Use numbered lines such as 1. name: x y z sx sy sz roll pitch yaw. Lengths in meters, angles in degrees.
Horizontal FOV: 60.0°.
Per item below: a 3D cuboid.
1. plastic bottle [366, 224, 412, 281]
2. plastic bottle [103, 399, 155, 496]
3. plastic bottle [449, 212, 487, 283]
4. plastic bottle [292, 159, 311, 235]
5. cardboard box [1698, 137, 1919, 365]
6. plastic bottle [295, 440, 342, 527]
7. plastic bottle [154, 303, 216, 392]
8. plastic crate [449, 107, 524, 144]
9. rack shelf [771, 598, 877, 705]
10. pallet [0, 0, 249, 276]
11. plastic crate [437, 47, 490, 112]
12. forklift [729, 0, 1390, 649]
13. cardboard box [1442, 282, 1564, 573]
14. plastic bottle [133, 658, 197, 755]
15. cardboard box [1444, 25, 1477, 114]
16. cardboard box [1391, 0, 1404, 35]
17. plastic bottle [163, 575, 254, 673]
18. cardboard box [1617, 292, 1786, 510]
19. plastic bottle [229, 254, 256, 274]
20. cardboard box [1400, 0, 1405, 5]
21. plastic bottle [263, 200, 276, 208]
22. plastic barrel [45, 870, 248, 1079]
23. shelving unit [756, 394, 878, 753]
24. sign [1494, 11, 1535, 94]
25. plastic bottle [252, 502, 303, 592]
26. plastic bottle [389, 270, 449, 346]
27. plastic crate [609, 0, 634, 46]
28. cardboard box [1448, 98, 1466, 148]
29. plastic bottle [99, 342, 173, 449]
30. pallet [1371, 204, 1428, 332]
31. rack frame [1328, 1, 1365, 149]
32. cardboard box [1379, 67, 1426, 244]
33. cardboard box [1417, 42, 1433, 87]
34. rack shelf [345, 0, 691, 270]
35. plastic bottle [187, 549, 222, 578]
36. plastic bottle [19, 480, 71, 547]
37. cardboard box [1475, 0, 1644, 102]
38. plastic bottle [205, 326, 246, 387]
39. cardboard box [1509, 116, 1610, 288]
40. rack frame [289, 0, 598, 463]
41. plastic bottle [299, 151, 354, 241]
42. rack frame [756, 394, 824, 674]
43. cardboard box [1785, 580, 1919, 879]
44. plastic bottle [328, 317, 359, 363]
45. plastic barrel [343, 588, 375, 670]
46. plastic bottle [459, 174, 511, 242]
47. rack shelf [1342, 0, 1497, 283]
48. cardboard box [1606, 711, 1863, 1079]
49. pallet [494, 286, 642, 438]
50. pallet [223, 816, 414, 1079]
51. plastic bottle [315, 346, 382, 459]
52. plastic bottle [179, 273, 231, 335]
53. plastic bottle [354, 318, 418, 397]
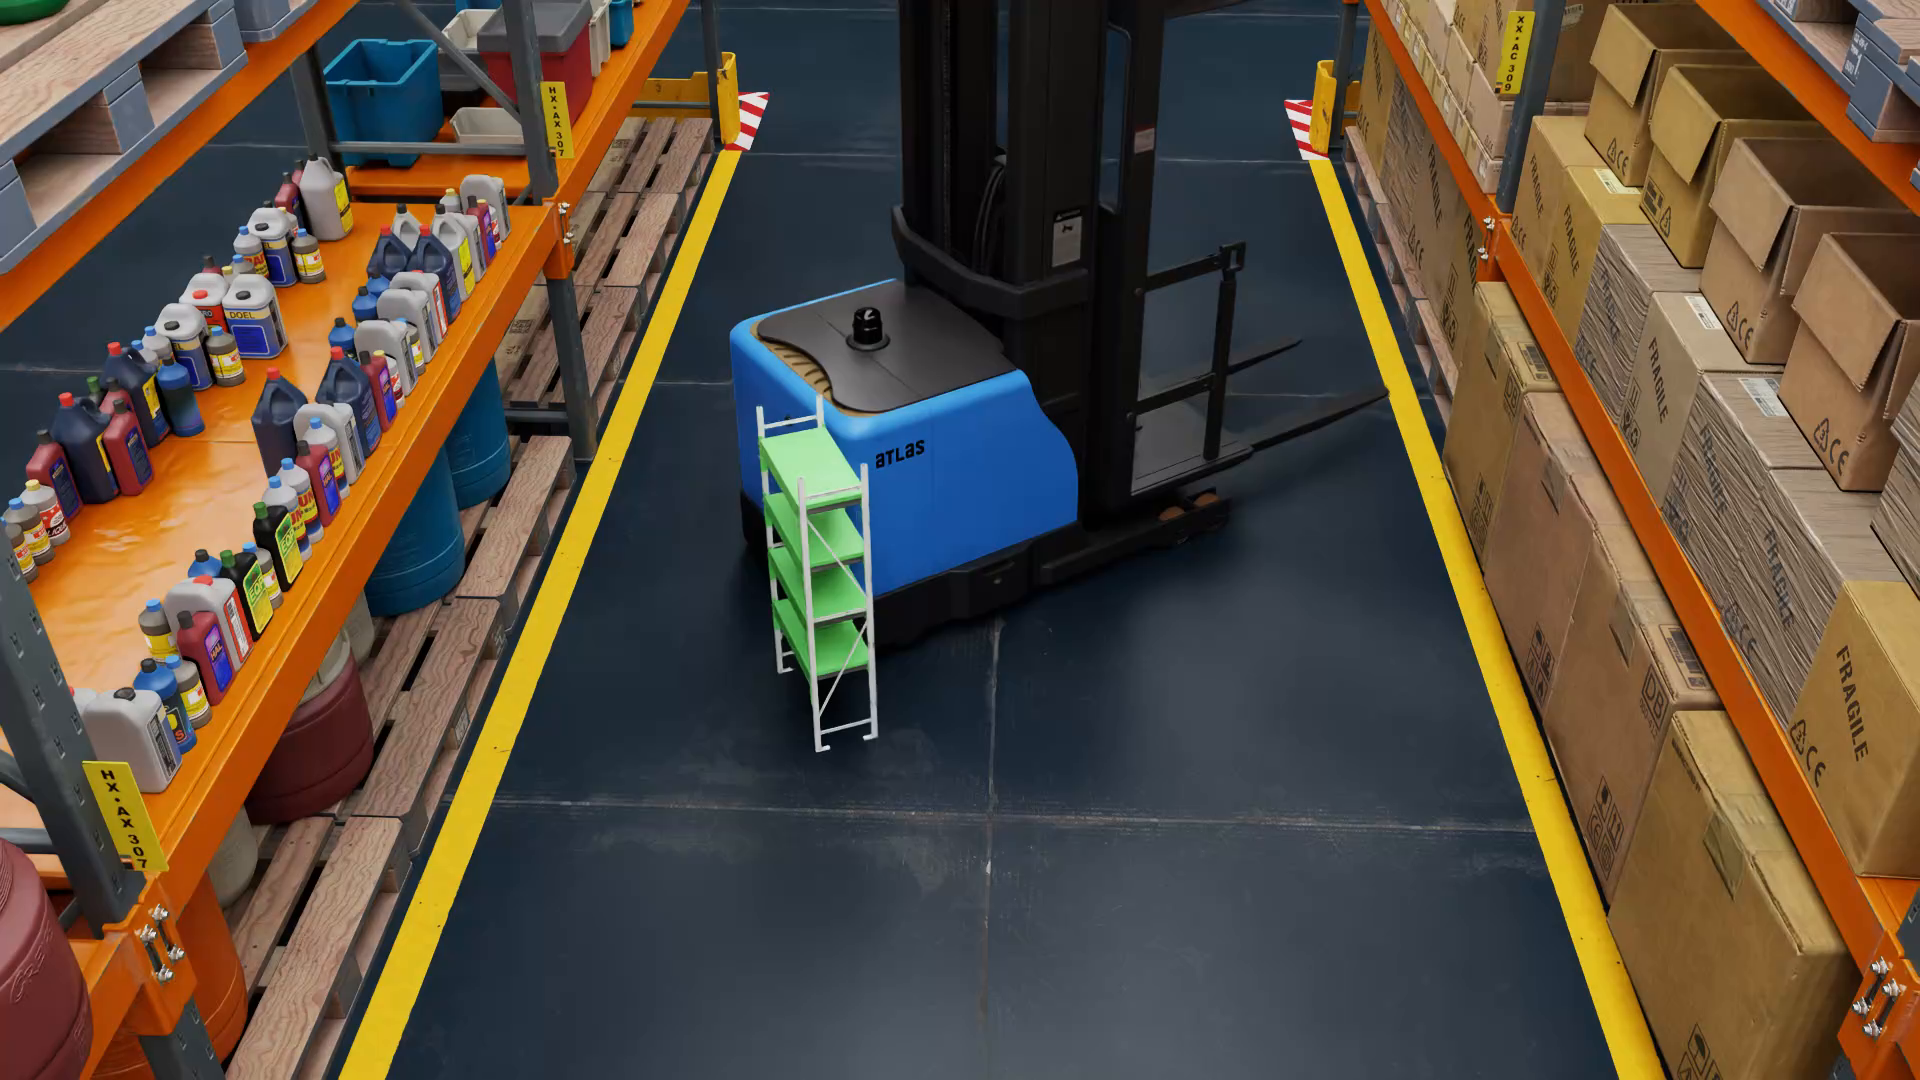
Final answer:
1. plastic bottle: -2.073 -0.974 6.070 0.144 0.351 0.185 1 35 2
2. plastic bottle: -2.585 -0.289 5.154 0.061 0.283 0.133 1 35 2
3. plastic bottle: -1.919 -1.138 6.369 0.152 0.276 0.135 1 35 2
4. plastic bottle: -2.652 -1.384 6.713 0.061 0.283 0.133 1 35 2
5. cardboard box: 2.672 -0.851 4.893 0.797 0.503 0.637 2 35 3
6. plastic bottle: -1.940 -0.191 5.015 0.061 0.283 0.133 1 35 2
7. plastic bottle: -2.657 -0.660 5.688 0.152 0.276 0.135 1 35 2
8. plastic crate: -2.050 -1.814 7.399 0.396 0.136 0.243 1 35 2
9. rack shelf: -0.511 0.382 6.191 0.258 0.148 0.480 -13 37 -18
10. pallet: -2.244 -0.922 3.509 1.003 0.211 1.213 1 35 2
11. plastic crate: -2.435 -2.194 7.951 0.437 0.125 0.590 1 35 2
12. forklift: 0.584 -1.411 6.709 3.031 2.935 1.130 -20 40 -26
13. cardboard box: 2.732 -0.453 6.768 1.225 0.875 0.875 1 35 2
14. plastic bottle: -2.000 0.411 4.169 0.097 0.271 0.097 0 35 0
15. cardboard box: 2.511 -2.136 7.552 0.500 0.250 0.500 2 35 3
16. cardboard box: 2.505 -2.779 8.814 0.380 0.149 0.250 1 35 1
17. plastic bottle: -2.013 0.209 4.452 0.152 0.276 0.135 1 35 2
18. cardboard box: 2.414 -0.428 5.163 0.500 0.500 0.500 2 35 3
19. plastic bottle: -2.661 -0.962 6.183 0.097 0.201 0.097 0 35 0
20. cardboard box: 2.571 -3.020 8.810 0.500 0.250 0.500 0 35 0
21. plastic bottle: -2.648 -1.180 6.433 0.097 0.271 0.097 0 35 0
22. plastic barrel: -2.370 1.100 4.599 0.600 0.830 0.708 1 35 2
23. shelving unit: -0.511 0.134 6.016 0.258 1.200 0.503 -13 37 -18
24. sign: 2.183 -1.917 6.547 0.100 0.325 0.005 1 35 2
25. plastic bottle: -1.953 -0.003 4.746 0.061 0.283 0.133 1 35 2
26. plastic bottle: -1.939 -0.849 5.957 0.152 0.276 0.135 1 35 2
27. plastic crate: -1.877 -2.701 8.578 0.416 0.233 0.300 1 35 2
28. cardboard box: 2.443 -1.894 7.555 0.380 0.149 0.250 1 35 1
29. plastic bottle: -2.675 -0.487 5.377 0.144 0.351 0.185 1 35 2
30. pallet: 2.892 -1.516 9.223 1.003 0.211 1.213 1 35 2
31. rack frame: 2.898 -3.817 10.072 1.000 3.000 0.127 1 35 2
32. cardboard box: 2.916 -2.227 9.293 0.875 0.875 0.875 1 35 2
33. cardboard box: 2.474 -2.337 8.185 0.380 0.149 0.250 1 35 1
34. rack shelf: -2.131 -2.488 8.807 1.077 0.370 4.000 1 35 2
35. plastic bottle: -2.042 0.143 4.549 0.097 0.271 0.097 0 35 0
36. plastic bottle: -2.723 -0.086 4.936 0.097 0.201 0.097 0 35 0
37. cardboard box: 2.489 -2.156 6.929 0.500 0.500 0.500 2 35 3
38. plastic bottle: -2.532 -0.637 5.721 0.097 0.201 0.097 0 35 0
39. cardboard box: 2.469 -1.301 6.406 0.500 0.500 0.500 1 35 2
40. rack frame: -2.211 -1.633 6.965 1.000 3.000 0.127 1 35 2
41. plastic bottle: -2.551 -1.395 6.669 0.144 0.351 0.185 1 35 2
42. rack frame: -0.601 0.003 6.202 0.240 1.200 0.015 -13 37 -18
43. cardboard box: 2.349 0.449 3.915 0.500 0.500 0.500 2 35 3
44. plastic bottle: -2.079 -0.628 5.647 0.097 0.271 0.097 0 35 0
45. plastic barrel: -2.391 0.254 6.078 0.421 0.512 0.421 0 35 0
46. plastic bottle: -1.904 -1.348 6.668 0.152 0.276 0.135 1 35 2
47. rack shelf: 2.818 -2.373 8.644 1.077 0.370 4.000 1 35 2
48. cardboard box: 2.625 1.081 4.586 1.225 0.875 0.875 0 35 0
49. pallet: -2.221 -0.915 8.369 1.003 0.211 1.213 1 35 2
50. pallet: -2.382 1.352 5.143 1.003 0.211 1.213 1 35 2
51. plastic bottle: -1.966 -0.444 5.316 0.144 0.351 0.185 1 35 2
52. plastic bottle: -2.648 -0.793 5.878 0.152 0.276 0.135 1 35 2
53. plastic bottle: -1.954 -0.638 5.657 0.152 0.276 0.135 1 35 2
